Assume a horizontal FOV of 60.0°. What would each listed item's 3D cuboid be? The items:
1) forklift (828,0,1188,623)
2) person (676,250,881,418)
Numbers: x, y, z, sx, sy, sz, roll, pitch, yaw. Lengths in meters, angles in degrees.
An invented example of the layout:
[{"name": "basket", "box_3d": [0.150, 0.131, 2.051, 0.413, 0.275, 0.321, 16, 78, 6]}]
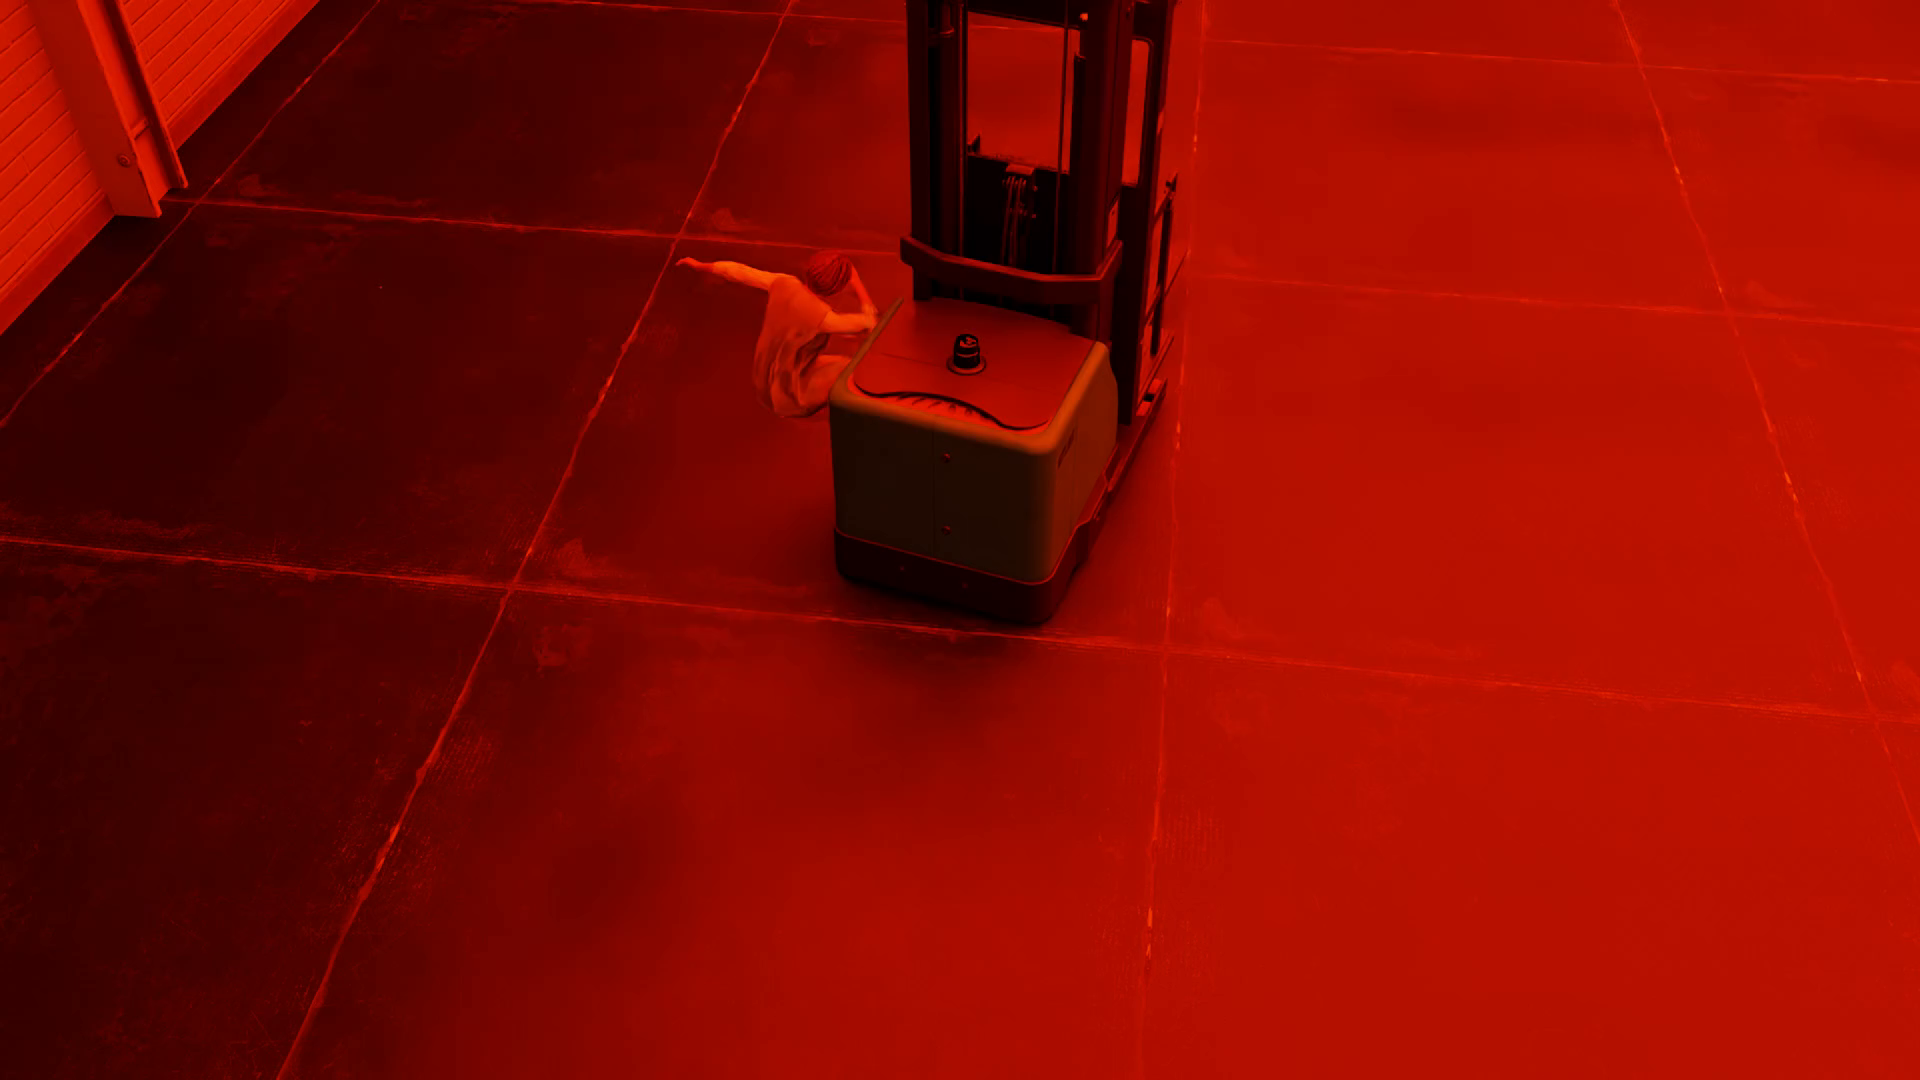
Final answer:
[{"name": "forklift", "box_3d": [0.428, -1.719, 7.596, 1.130, 2.935, 3.031, 15, 45, 15]}, {"name": "person", "box_3d": [-0.714, -0.897, 7.882, 0.748, 1.204, 1.131, -27, 49, -26]}]
